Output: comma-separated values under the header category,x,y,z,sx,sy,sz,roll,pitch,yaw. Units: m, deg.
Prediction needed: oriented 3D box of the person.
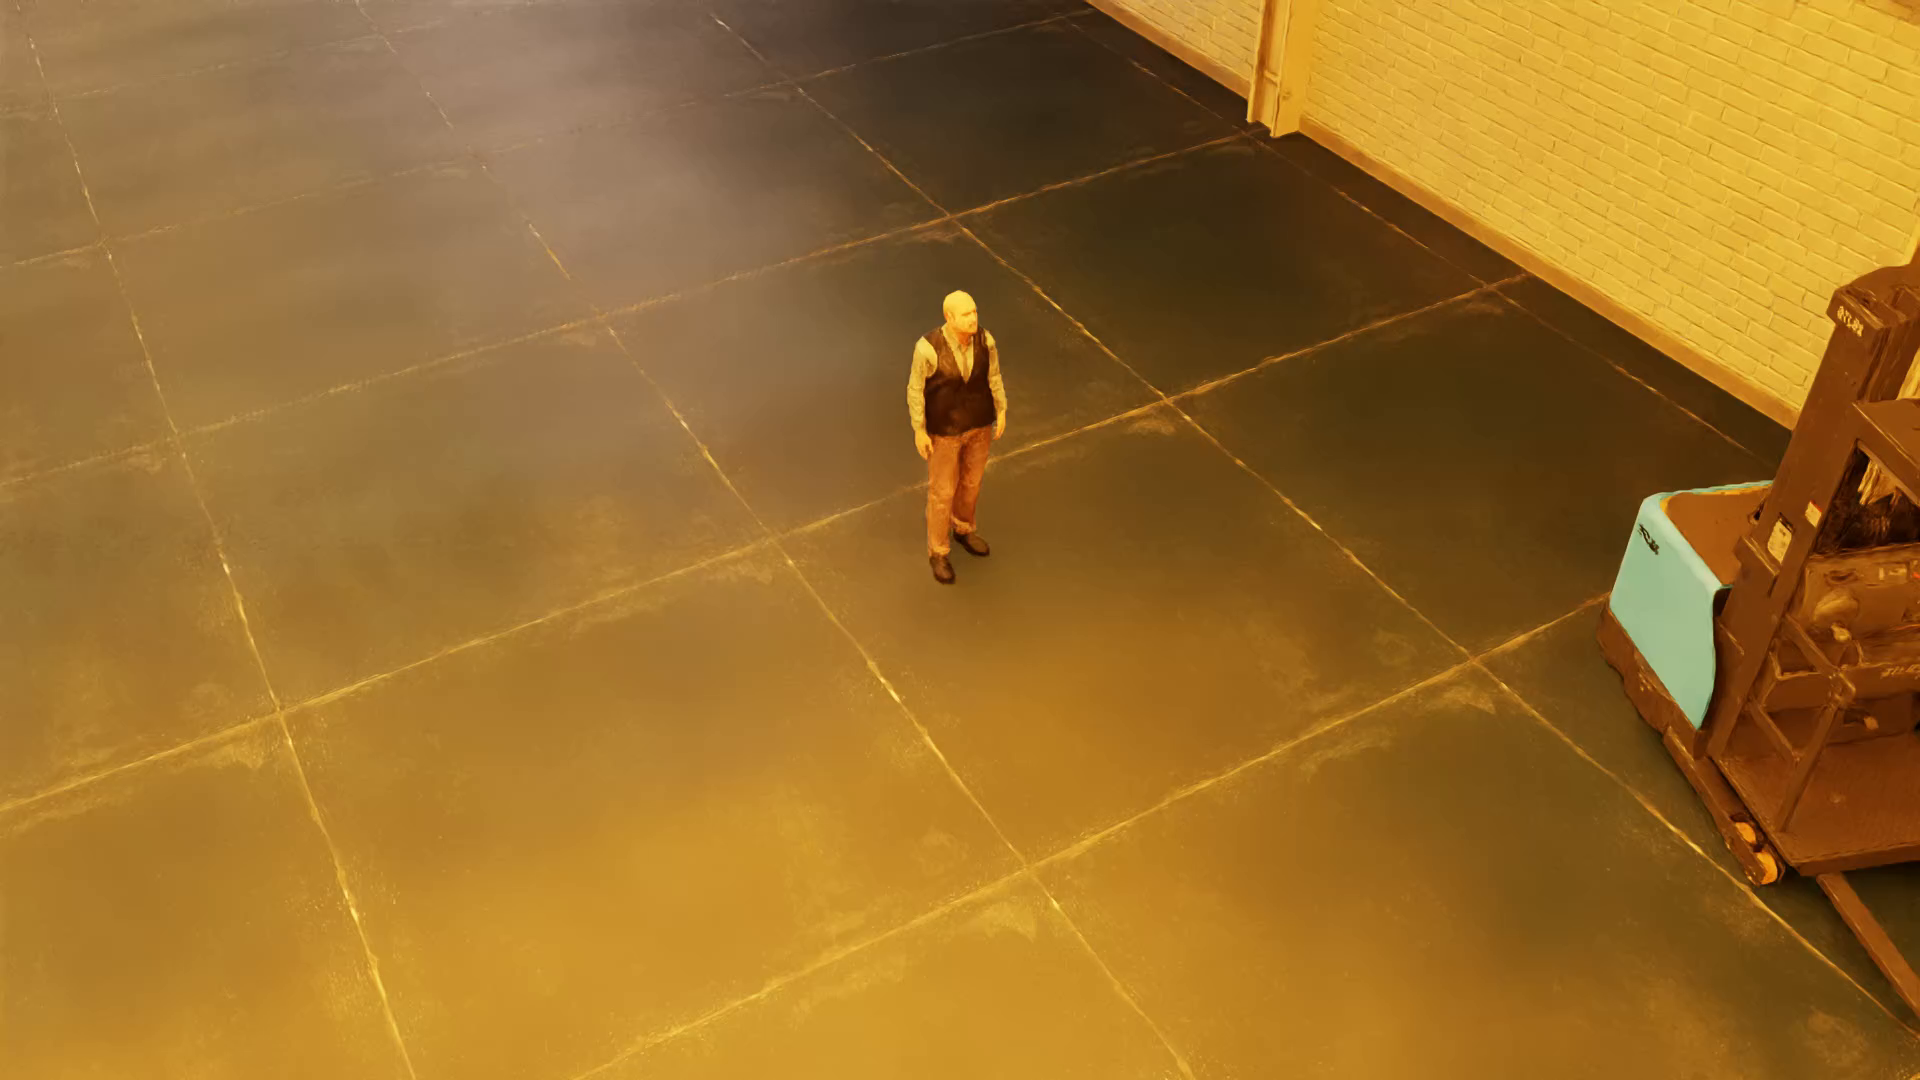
category,x,y,z,sx,sy,sz,roll,pitch,yaw
person,0.024,-0.631,9.733,0.632,1.720,0.567,-20,44,-23

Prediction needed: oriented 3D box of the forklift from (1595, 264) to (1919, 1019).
category,x,y,z,sx,sy,sz,roll,pitch,yaw
forklift,4.415,0.326,7.643,1.130,2.935,3.031,-7,40,-8
